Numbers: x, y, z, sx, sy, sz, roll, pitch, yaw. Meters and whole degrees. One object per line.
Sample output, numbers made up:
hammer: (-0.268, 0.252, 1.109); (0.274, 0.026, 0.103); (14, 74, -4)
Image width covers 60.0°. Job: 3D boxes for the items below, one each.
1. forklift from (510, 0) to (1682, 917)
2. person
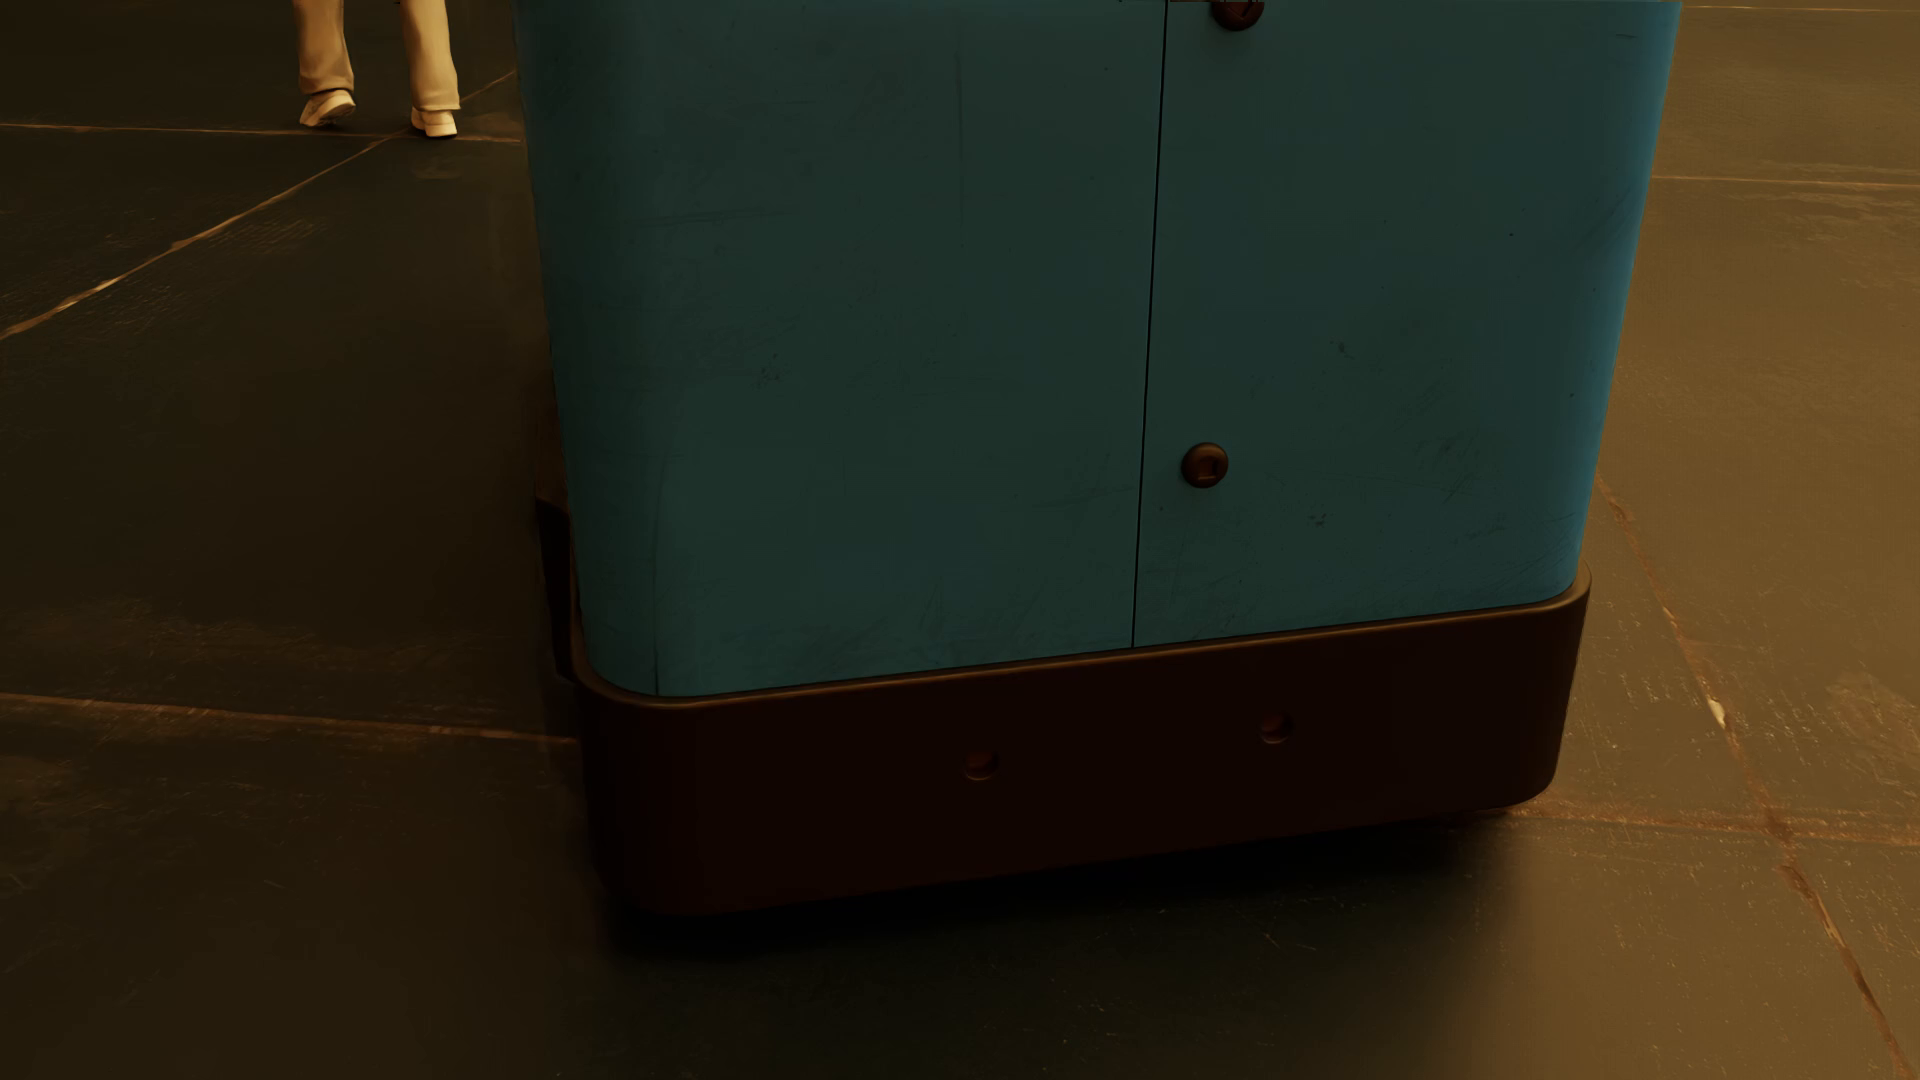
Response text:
forklift: (-0.153, -1.584, 2.391); (1.130, 2.935, 3.031); (-6, 27, -11)
person: (-1.682, -1.961, 4.648); (0.545, 1.710, 0.530); (-14, 30, -26)
